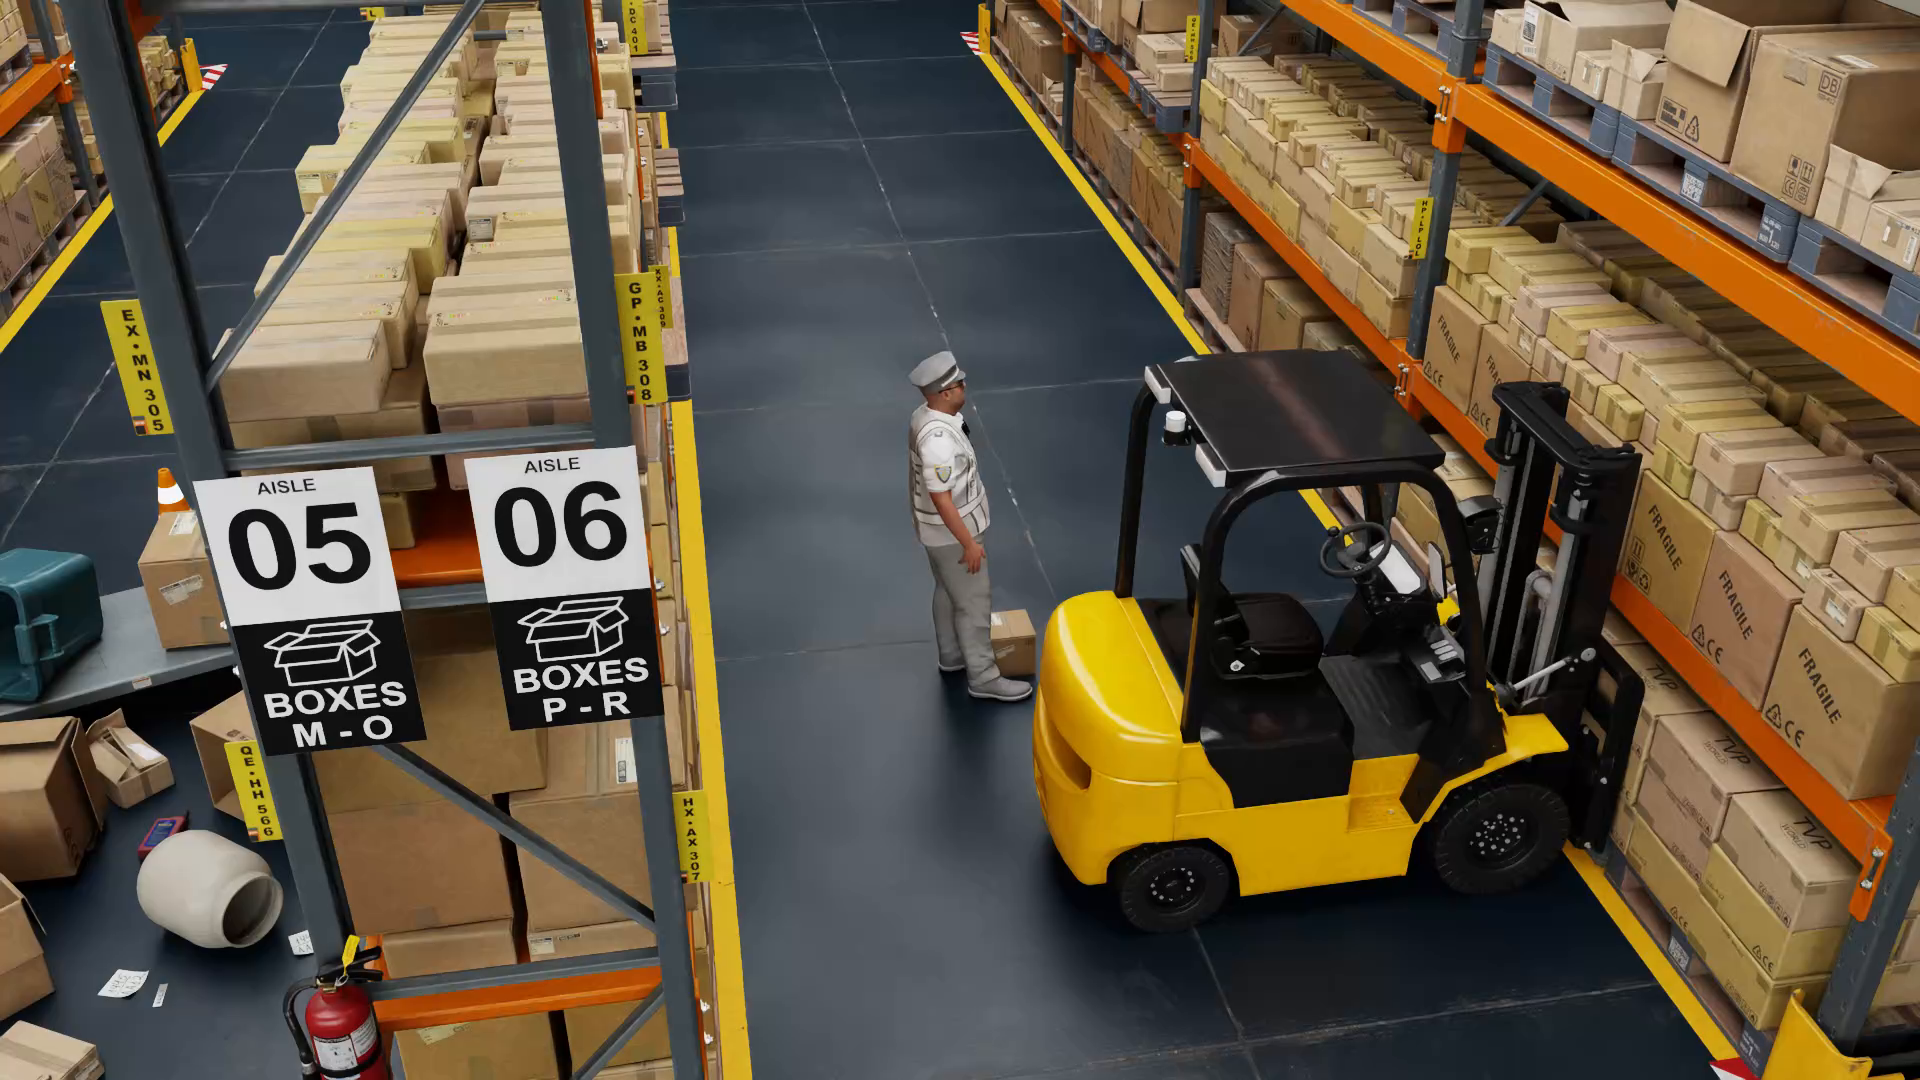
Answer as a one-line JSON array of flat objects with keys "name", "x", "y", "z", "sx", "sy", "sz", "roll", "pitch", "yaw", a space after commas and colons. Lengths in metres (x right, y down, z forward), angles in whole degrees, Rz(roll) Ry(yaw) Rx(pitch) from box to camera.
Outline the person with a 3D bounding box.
[{"name": "person", "x": 0.040, "y": -0.088, "z": 8.233, "sx": 0.575, "sy": 1.780, "sz": 0.640, "roll": -5, "pitch": 31, "yaw": -9}]
